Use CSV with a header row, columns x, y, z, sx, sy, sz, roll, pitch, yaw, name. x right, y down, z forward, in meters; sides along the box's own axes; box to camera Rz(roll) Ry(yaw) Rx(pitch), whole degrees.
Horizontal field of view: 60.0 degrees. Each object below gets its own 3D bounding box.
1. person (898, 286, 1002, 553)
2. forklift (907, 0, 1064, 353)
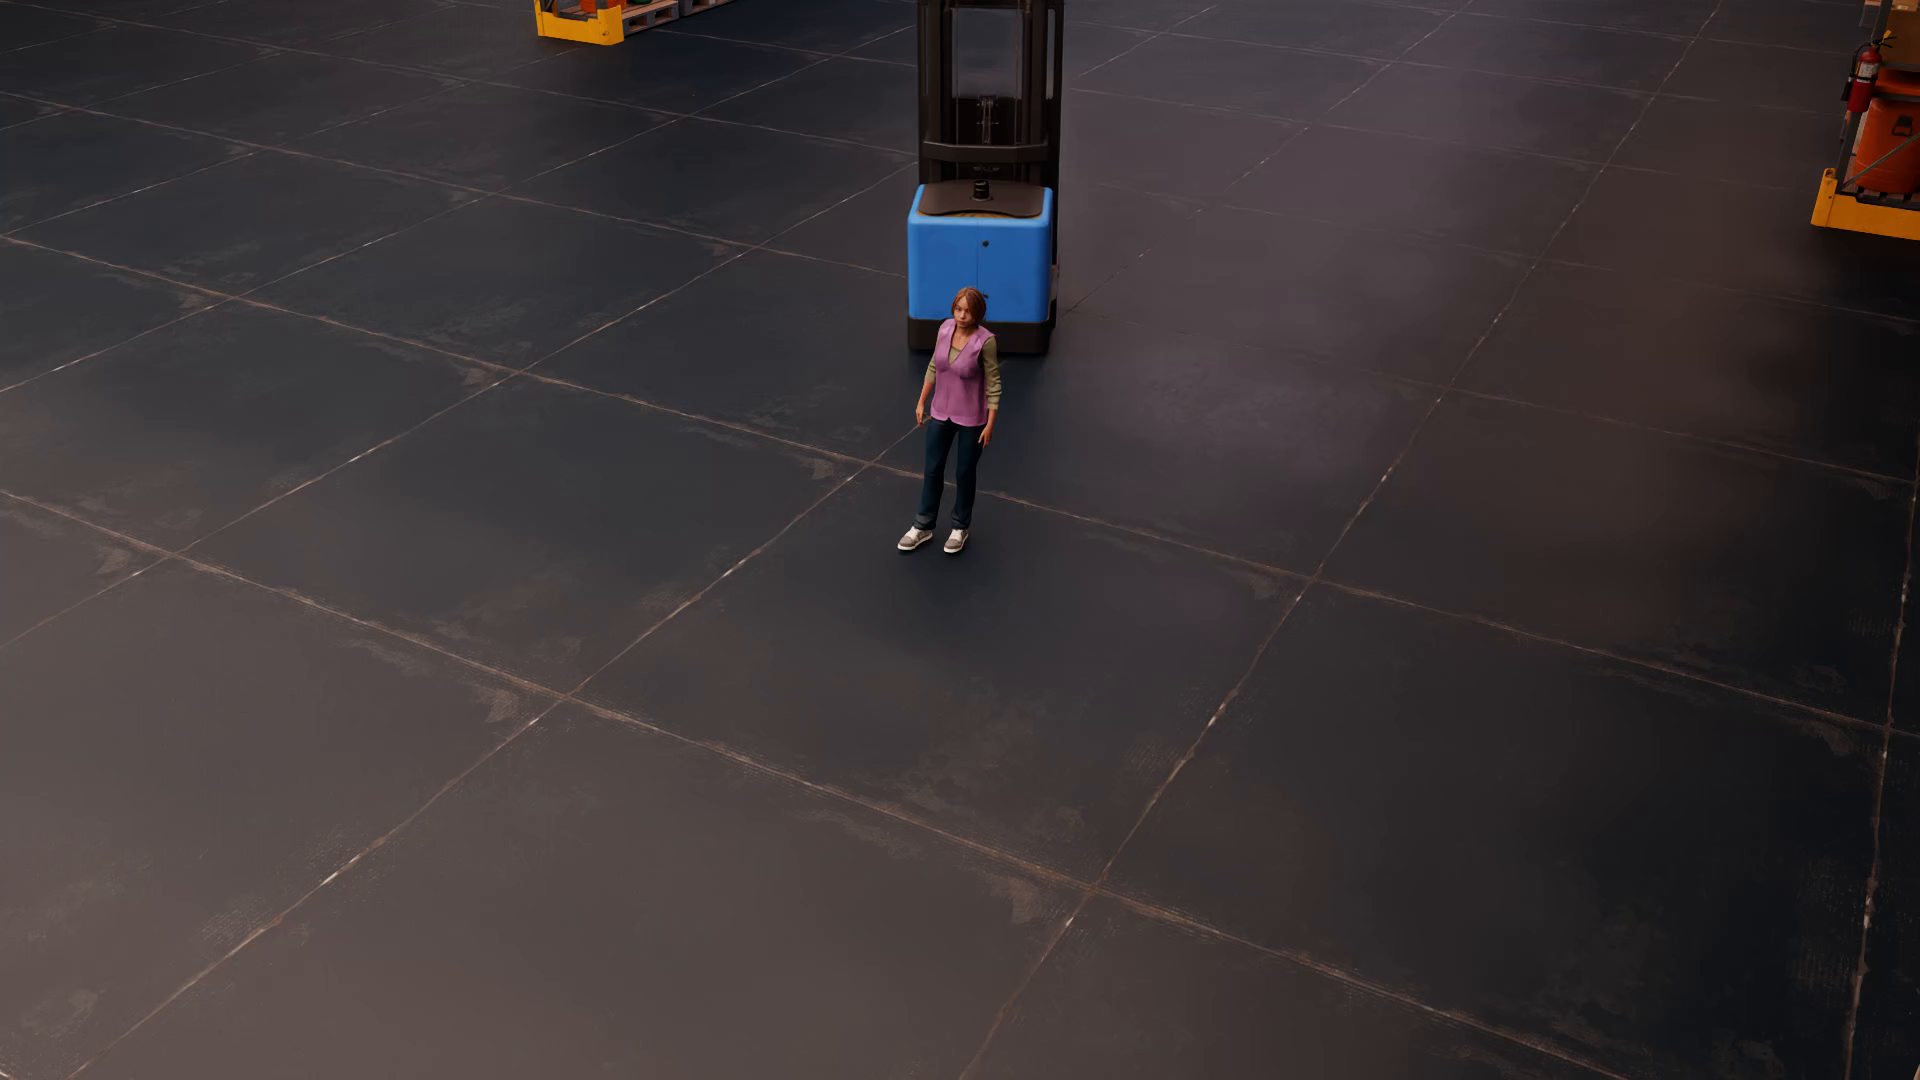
x,y,z,sx,sy,sz,roll,pitch,yaw,name
-0.048,-0.669,9.550,0.520,1.597,0.476,15,33,25,person
0.244,-3.352,12.878,1.130,2.935,3.031,2,30,4,forklift
